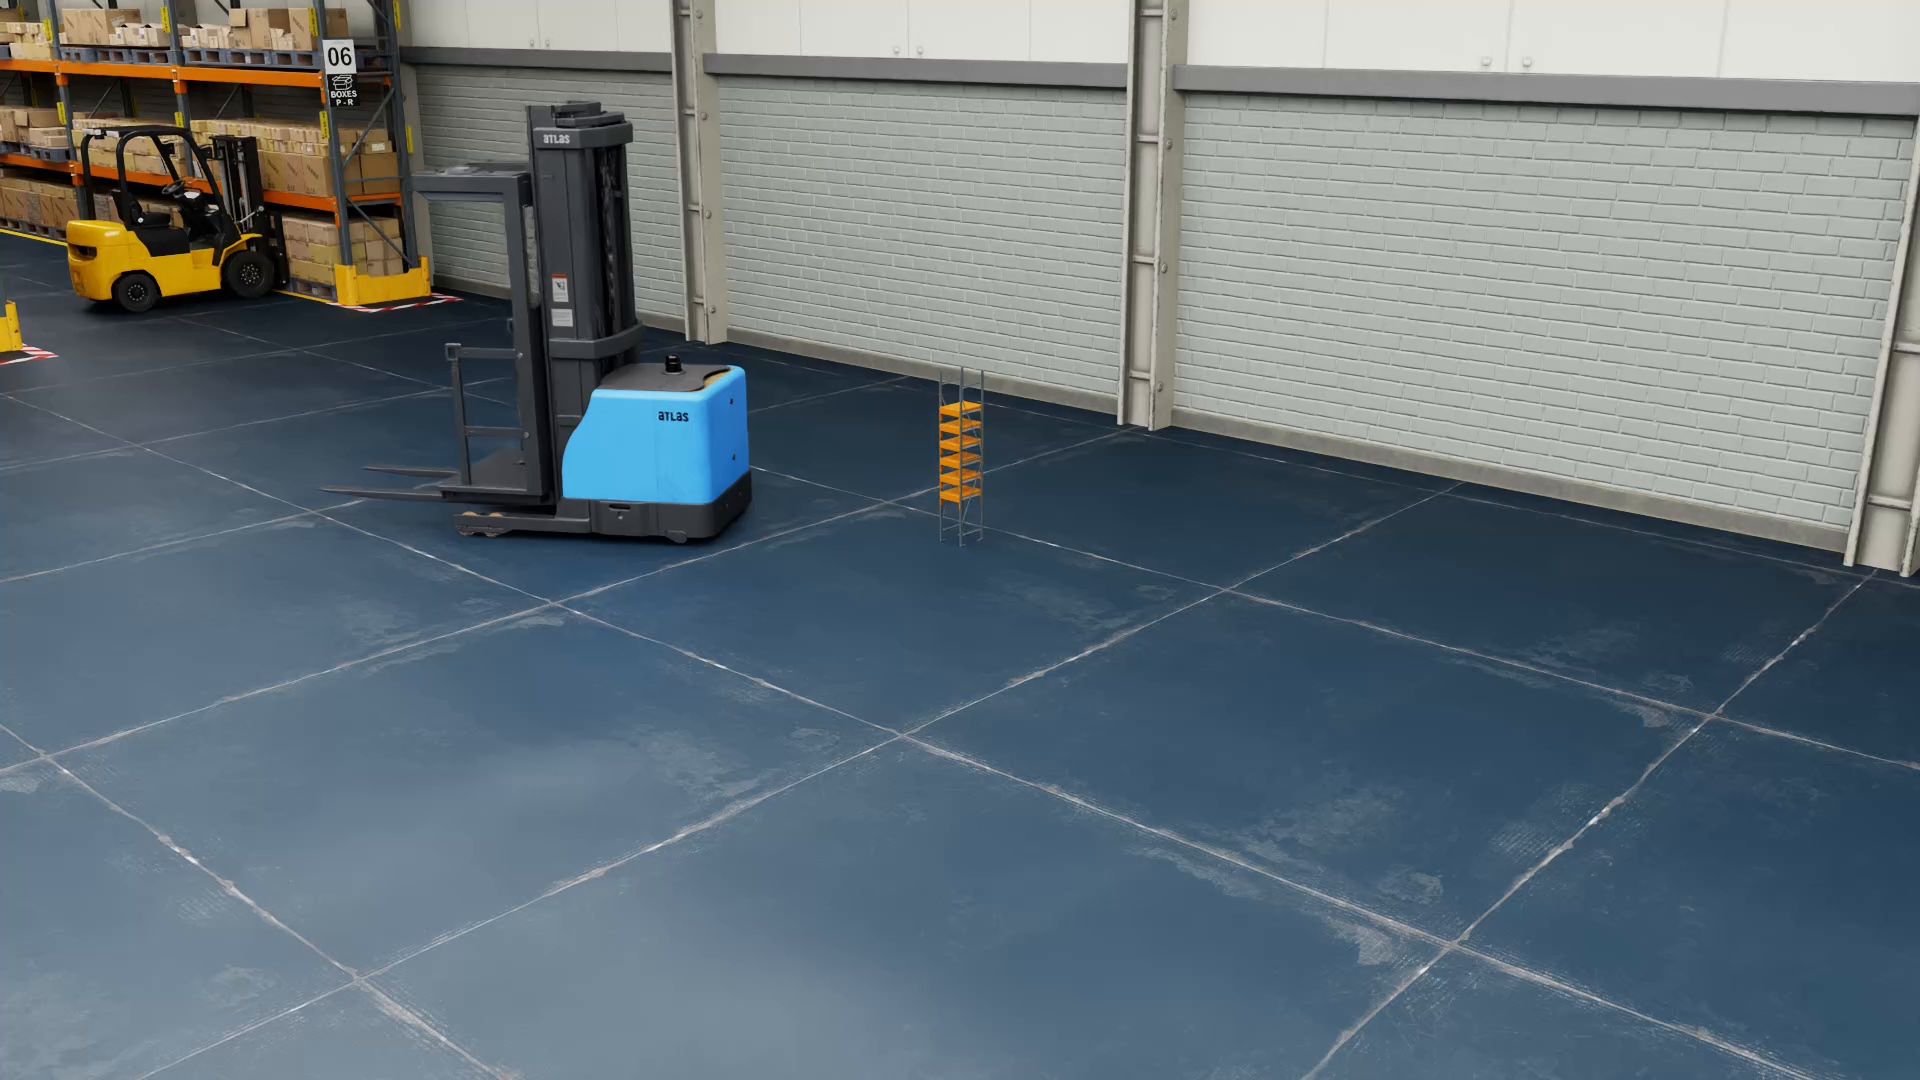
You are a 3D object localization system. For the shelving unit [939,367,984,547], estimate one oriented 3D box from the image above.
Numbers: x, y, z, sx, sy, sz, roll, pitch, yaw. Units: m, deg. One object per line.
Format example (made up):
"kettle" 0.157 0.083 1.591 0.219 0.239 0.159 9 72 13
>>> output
"shelving unit" 0.011 -0.569 11.421 0.189 1.200 0.258 15 23 39

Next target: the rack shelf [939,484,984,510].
"rack shelf" 0.011 -0.298 11.507 0.180 0.103 0.258 15 23 39

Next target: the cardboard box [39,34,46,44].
"cardboard box" -13.989 -7.758 25.729 0.250 0.149 0.380 14 23 38

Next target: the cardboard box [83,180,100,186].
"cardboard box" -14.356 -5.838 27.415 0.250 0.149 0.380 14 23 38

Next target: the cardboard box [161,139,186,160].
"cardboard box" -10.928 -5.541 23.535 0.500 0.250 0.500 14 23 38

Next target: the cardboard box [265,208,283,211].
"cardboard box" -9.482 -4.329 22.493 0.500 0.250 0.500 16 24 41

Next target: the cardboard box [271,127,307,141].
"cardboard box" -8.631 -5.236 21.423 0.250 0.149 0.380 16 23 41

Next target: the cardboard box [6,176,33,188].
"cardboard box" -15.825 -6.039 28.046 0.250 0.149 0.380 14 22 36

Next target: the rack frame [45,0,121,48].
"rack frame" -13.383 -8.996 25.082 0.127 3.000 1.000 15 23 39

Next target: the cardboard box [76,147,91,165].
"cardboard box" -13.213 -5.921 25.558 0.500 0.250 0.500 15 23 39

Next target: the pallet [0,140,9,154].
"pallet" -15.850 -6.663 27.966 1.213 0.211 1.003 15 23 39

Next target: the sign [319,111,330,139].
"sign" -7.770 -5.075 20.340 0.005 0.325 0.100 15 23 39

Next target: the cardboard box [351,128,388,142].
"cardboard box" -7.509 -5.145 21.135 0.250 0.149 0.380 14 23 38

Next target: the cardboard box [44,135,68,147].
"cardboard box" -14.129 -6.262 26.106 0.250 0.149 0.380 16 23 40

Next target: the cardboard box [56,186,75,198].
"cardboard box" -14.145 -5.544 26.489 0.250 0.149 0.380 14 22 36

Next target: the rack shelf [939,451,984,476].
"rack shelf" 0.011 -0.527 11.434 0.180 0.103 0.258 15 23 39

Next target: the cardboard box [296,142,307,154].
"cardboard box" -8.209 -5.004 21.183 0.250 0.149 0.380 16 23 40

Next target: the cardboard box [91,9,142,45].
"cardboard box" -12.242 -7.457 24.166 0.500 0.500 0.500 16 23 41

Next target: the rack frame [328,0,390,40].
"rack frame" -7.402 -7.389 20.019 0.053 2.616 0.949 15 23 39

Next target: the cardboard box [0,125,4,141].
"cardboard box" -15.590 -6.710 27.325 0.258 0.266 0.396 17 24 42

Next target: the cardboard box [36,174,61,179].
"cardboard box" -15.520 -6.151 28.399 0.250 0.149 0.380 15 23 40

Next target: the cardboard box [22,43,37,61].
"cardboard box" -14.305 -7.644 26.028 0.500 0.250 0.500 15 23 39

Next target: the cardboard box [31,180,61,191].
"cardboard box" -15.044 -5.830 27.389 0.250 0.149 0.380 15 23 39

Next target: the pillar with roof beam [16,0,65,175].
"pillar with roof beam" -19.155 -9.169 25.627 0.400 9.000 9.100 15 23 39

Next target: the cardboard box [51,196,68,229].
"cardboard box" -14.209 -5.285 26.743 0.500 0.500 0.500 15 23 38

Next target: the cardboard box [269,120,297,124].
"cardboard box" -9.176 -5.634 22.676 0.250 0.149 0.380 15 23 38

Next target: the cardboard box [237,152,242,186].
"cardboard box" -9.453 -5.031 22.340 0.500 0.500 0.500 15 23 39

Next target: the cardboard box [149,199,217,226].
"cardboard box" -11.364 -4.662 24.573 0.625 0.625 0.875 15 23 39

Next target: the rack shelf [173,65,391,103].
"rack shelf" -8.895 -6.019 21.849 4.000 0.370 1.077 15 23 39

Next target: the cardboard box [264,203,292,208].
"cardboard box" -9.506 -4.546 23.177 0.500 0.250 0.500 15 23 38

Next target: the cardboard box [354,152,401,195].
"cardboard box" -7.586 -4.741 21.425 0.500 0.500 0.500 16 24 41

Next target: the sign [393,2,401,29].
"sign" -7.027 -6.539 20.722 0.005 0.325 0.100 15 23 39

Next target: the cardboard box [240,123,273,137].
"cardboard box" -9.334 -5.460 22.129 0.250 0.149 0.380 15 23 39

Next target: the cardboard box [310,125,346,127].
"cardboard box" -8.278 -5.355 21.798 0.250 0.149 0.380 16 24 41

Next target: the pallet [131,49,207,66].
"pallet" -11.060 -6.846 23.583 1.217 0.209 0.805 14 22 37

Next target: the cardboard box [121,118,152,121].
"cardboard box" -12.736 -6.447 25.729 0.250 0.149 0.380 16 23 41

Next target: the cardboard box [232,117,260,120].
"cardboard box" -9.952 -5.837 23.314 0.250 0.149 0.380 15 23 39

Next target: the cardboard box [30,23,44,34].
"cardboard box" -14.196 -7.948 25.834 0.250 0.149 0.380 14 22 37

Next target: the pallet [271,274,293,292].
"pallet" -8.908 -3.591 22.576 1.213 0.211 1.003 15 23 39

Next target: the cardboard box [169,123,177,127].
"cardboard box" -11.430 -6.078 24.566 0.250 0.149 0.380 15 23 39

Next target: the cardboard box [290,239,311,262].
"cardboard box" -8.339 -3.789 21.615 0.500 0.250 0.500 15 23 39

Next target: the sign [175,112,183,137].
"sign" -10.744 -5.723 22.903 0.005 0.325 0.100 15 23 39

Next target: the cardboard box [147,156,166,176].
"cardboard box" -11.322 -5.404 23.928 0.500 0.250 0.500 15 23 39

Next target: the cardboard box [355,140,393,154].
"cardboard box" -7.481 -5.014 21.215 0.250 0.149 0.380 14 23 38

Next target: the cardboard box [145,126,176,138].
"cardboard box" -11.432 -5.840 23.818 0.250 0.149 0.380 14 22 38

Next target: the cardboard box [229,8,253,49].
"cardboard box" -9.004 -6.645 21.604 0.637 0.503 0.797 16 24 41

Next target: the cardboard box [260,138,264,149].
"cardboard box" -8.947 -5.216 21.851 0.250 0.149 0.380 15 23 39

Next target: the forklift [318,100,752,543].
"forklift" -3.103 -1.571 11.717 3.031 2.935 1.130 3 18 9

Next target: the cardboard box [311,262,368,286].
"cardboard box" -7.961 -3.443 21.353 0.500 0.250 0.500 15 23 40

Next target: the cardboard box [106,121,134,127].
"cardboard box" -12.519 -6.171 24.859 0.250 0.149 0.380 15 23 40

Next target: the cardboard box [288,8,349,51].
"cardboard box" -7.892 -6.289 20.487 0.500 0.500 0.500 16 24 41

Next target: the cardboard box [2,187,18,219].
"cardboard box" -15.758 -5.696 28.039 0.500 0.500 0.500 15 23 39

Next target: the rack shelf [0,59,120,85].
"rack shelf" -14.879 -7.625 26.910 4.000 0.370 1.077 15 23 39

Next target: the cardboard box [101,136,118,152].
"cardboard box" -12.460 -5.949 24.820 0.500 0.250 0.500 14 23 38

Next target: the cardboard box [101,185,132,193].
"cardboard box" -13.566 -5.630 26.759 0.250 0.149 0.380 17 24 42
